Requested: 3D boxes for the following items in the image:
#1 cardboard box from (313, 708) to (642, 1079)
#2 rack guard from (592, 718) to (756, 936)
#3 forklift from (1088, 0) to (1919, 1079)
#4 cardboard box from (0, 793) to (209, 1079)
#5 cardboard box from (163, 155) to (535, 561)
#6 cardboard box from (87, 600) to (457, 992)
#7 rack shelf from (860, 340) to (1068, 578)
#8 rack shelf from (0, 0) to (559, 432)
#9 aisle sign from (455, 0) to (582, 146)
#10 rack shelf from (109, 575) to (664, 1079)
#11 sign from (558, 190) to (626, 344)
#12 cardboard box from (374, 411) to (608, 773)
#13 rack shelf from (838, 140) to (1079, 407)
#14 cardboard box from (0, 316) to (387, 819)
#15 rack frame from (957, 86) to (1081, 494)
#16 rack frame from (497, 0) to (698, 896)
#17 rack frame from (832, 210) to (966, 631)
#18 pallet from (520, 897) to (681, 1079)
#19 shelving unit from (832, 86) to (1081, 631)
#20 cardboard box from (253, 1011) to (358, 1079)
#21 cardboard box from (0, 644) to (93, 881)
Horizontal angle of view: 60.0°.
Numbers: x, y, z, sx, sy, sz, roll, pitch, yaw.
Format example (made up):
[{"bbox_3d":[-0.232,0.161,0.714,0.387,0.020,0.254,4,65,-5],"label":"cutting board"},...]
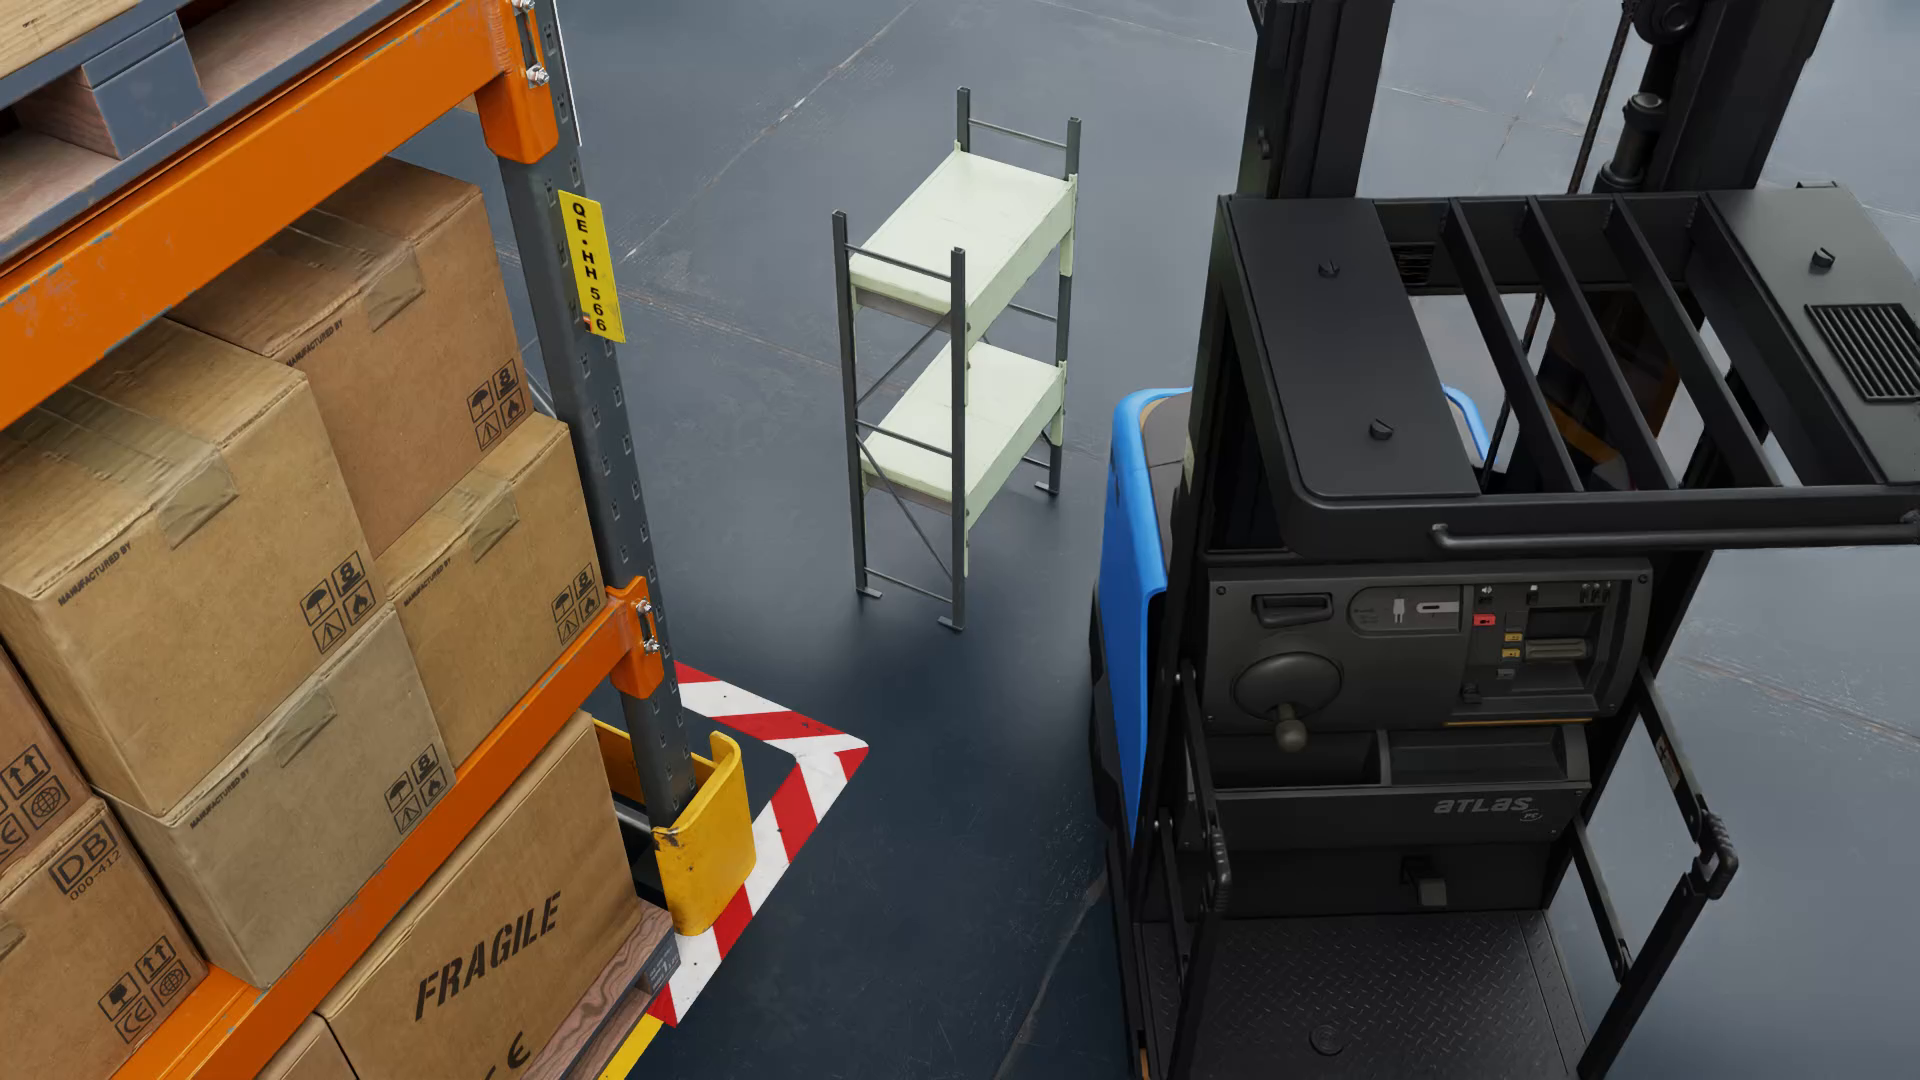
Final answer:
[{"bbox_3d":[-1.433,0.834,4.016,0.875,0.875,0.875,21,49,19],"label":"cardboard box"},{"bbox_3d":[-1.166,0.649,4.757,1.175,0.500,0.348,20,49,19],"label":"rack guard"},{"bbox_3d":[0.992,0.335,3.358,1.130,2.935,3.031,-2,45,-2],"label":"forklift"},{"bbox_3d":[-1.916,0.646,2.897,0.875,0.550,0.550,20,49,19],"label":"cardboard box"},{"bbox_3d":[-1.384,-0.426,3.197,0.875,0.550,0.550,20,49,19],"label":"cardboard box"},{"bbox_3d":[-1.545,0.335,3.204,0.875,0.550,0.550,20,49,19],"label":"cardboard box"},{"bbox_3d":[0.003,-0.302,5.453,0.431,0.370,0.720,20,49,19],"label":"rack shelf"},{"bbox_3d":[-2.106,0.244,1.797,1.077,0.370,4.000,20,49,19],"label":"rack shelf"},{"bbox_3d":[-0.879,-1.074,2.875,0.394,0.787,0.004,20,49,19],"label":"aisle sign"},{"bbox_3d":[-2.106,1.298,2.864,1.077,0.370,4.000,20,49,19],"label":"rack shelf"},{"bbox_3d":[-0.703,-0.517,3.171,0.100,0.325,0.005,20,49,19],"label":"sign"},{"bbox_3d":[-1.309,-0.019,3.554,0.875,0.550,0.550,20,49,19],"label":"cardboard box"},{"bbox_3d":[0.003,-0.806,4.943,0.431,0.370,0.720,20,49,19],"label":"rack shelf"},{"bbox_3d":[-1.557,-0.049,2.825,0.875,0.550,0.550,20,49,19],"label":"cardboard box"},{"bbox_3d":[0.173,-0.762,5.449,0.400,1.500,0.023,20,49,19],"label":"rack frame"},{"bbox_3d":[-1.177,-0.215,3.853,1.000,3.000,0.127,20,49,19],"label":"rack frame"},{"bbox_3d":[-0.167,-0.301,4.993,0.400,1.500,0.023,20,49,19],"label":"rack frame"},{"bbox_3d":[-1.479,1.295,4.322,1.003,0.211,1.213,20,49,19],"label":"pallet"},{"bbox_3d":[0.003,-0.531,5.221,0.431,1.500,0.755,20,49,19],"label":"shelving unit"},{"bbox_3d":[-1.840,1.389,3.467,0.875,0.875,0.875,20,49,18],"label":"cardboard box"},{"bbox_3d":[-1.938,0.259,2.521,0.875,0.550,0.550,20,49,19],"label":"cardboard box"}]
